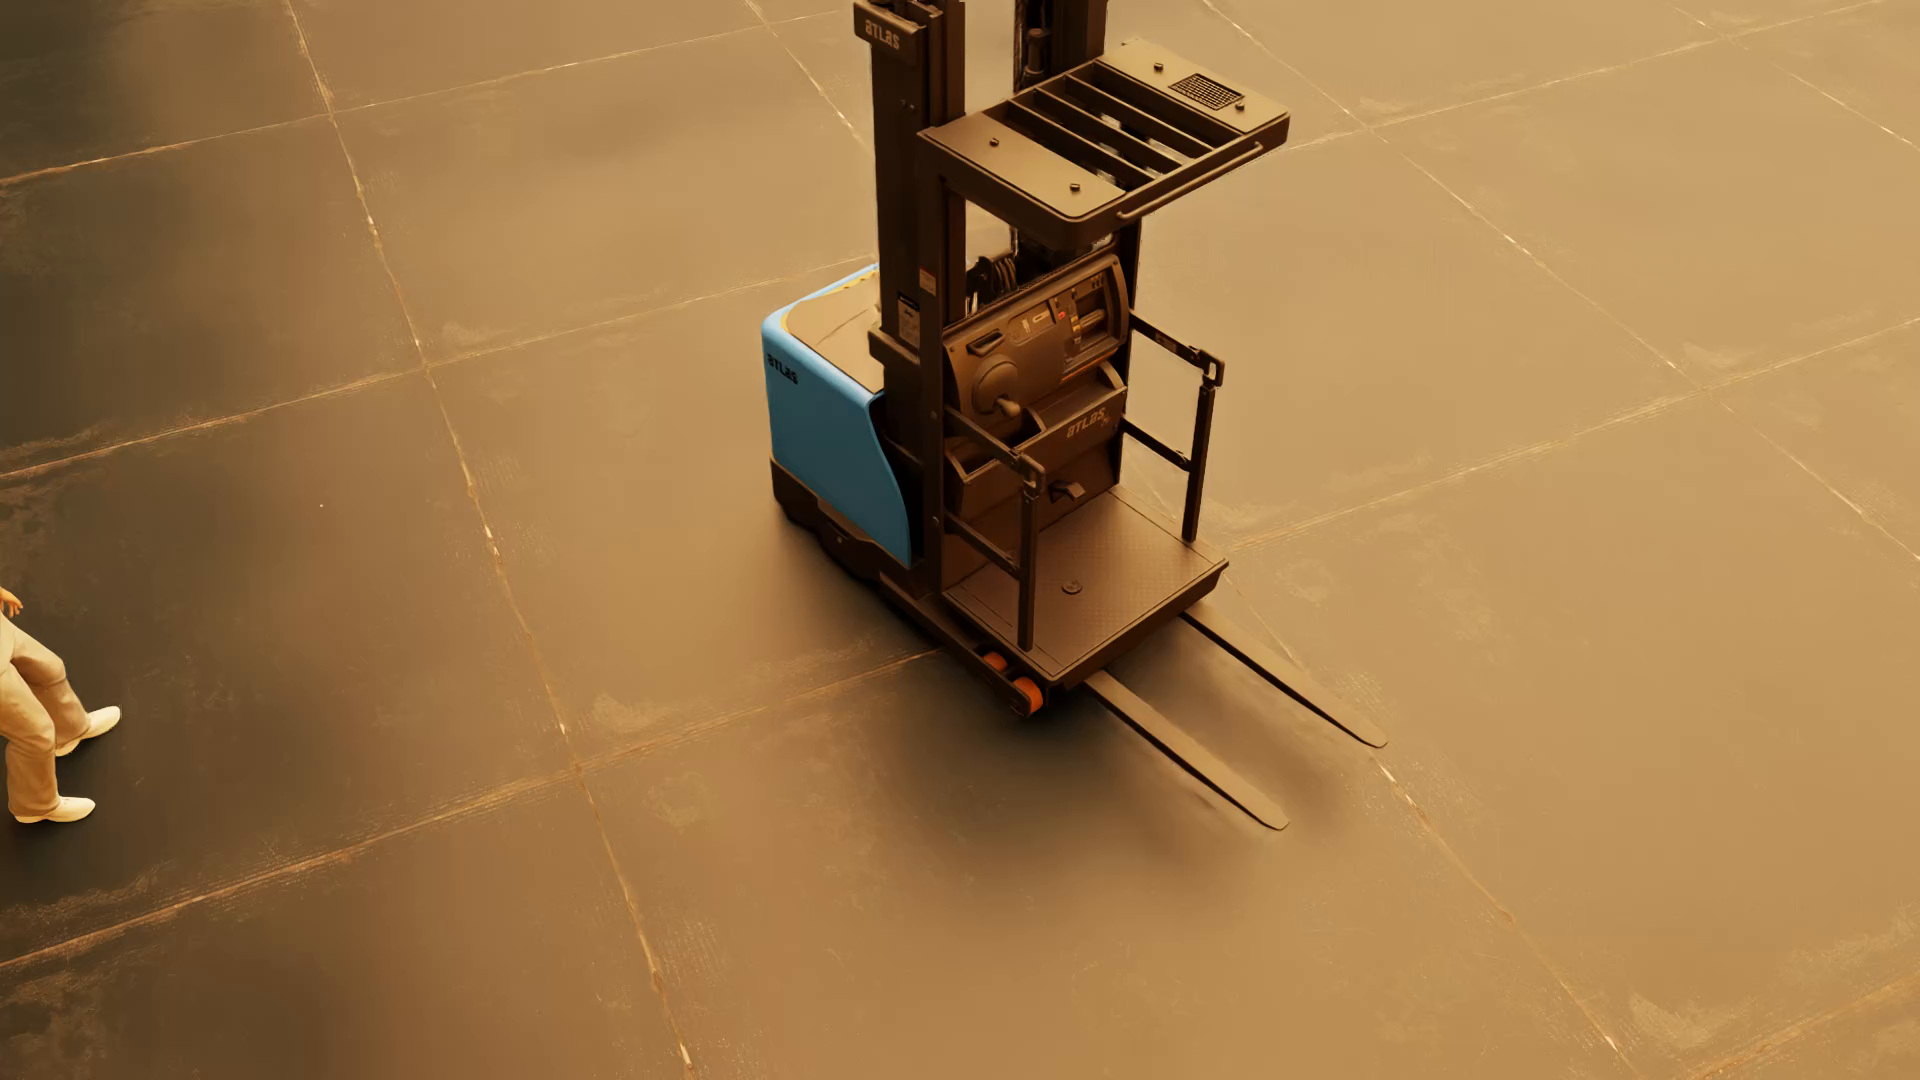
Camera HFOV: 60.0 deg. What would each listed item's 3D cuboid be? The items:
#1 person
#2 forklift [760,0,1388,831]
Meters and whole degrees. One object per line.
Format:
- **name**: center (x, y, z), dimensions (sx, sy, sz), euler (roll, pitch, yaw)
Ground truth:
- **person**: center (-3.621, 0.404, 6.192), dimensions (0.365, 1.647, 0.749), euler (-11, 44, -12)
- **forklift**: center (0.458, -0.725, 6.457), dimensions (1.130, 2.935, 3.031), euler (-31, 51, -29)
